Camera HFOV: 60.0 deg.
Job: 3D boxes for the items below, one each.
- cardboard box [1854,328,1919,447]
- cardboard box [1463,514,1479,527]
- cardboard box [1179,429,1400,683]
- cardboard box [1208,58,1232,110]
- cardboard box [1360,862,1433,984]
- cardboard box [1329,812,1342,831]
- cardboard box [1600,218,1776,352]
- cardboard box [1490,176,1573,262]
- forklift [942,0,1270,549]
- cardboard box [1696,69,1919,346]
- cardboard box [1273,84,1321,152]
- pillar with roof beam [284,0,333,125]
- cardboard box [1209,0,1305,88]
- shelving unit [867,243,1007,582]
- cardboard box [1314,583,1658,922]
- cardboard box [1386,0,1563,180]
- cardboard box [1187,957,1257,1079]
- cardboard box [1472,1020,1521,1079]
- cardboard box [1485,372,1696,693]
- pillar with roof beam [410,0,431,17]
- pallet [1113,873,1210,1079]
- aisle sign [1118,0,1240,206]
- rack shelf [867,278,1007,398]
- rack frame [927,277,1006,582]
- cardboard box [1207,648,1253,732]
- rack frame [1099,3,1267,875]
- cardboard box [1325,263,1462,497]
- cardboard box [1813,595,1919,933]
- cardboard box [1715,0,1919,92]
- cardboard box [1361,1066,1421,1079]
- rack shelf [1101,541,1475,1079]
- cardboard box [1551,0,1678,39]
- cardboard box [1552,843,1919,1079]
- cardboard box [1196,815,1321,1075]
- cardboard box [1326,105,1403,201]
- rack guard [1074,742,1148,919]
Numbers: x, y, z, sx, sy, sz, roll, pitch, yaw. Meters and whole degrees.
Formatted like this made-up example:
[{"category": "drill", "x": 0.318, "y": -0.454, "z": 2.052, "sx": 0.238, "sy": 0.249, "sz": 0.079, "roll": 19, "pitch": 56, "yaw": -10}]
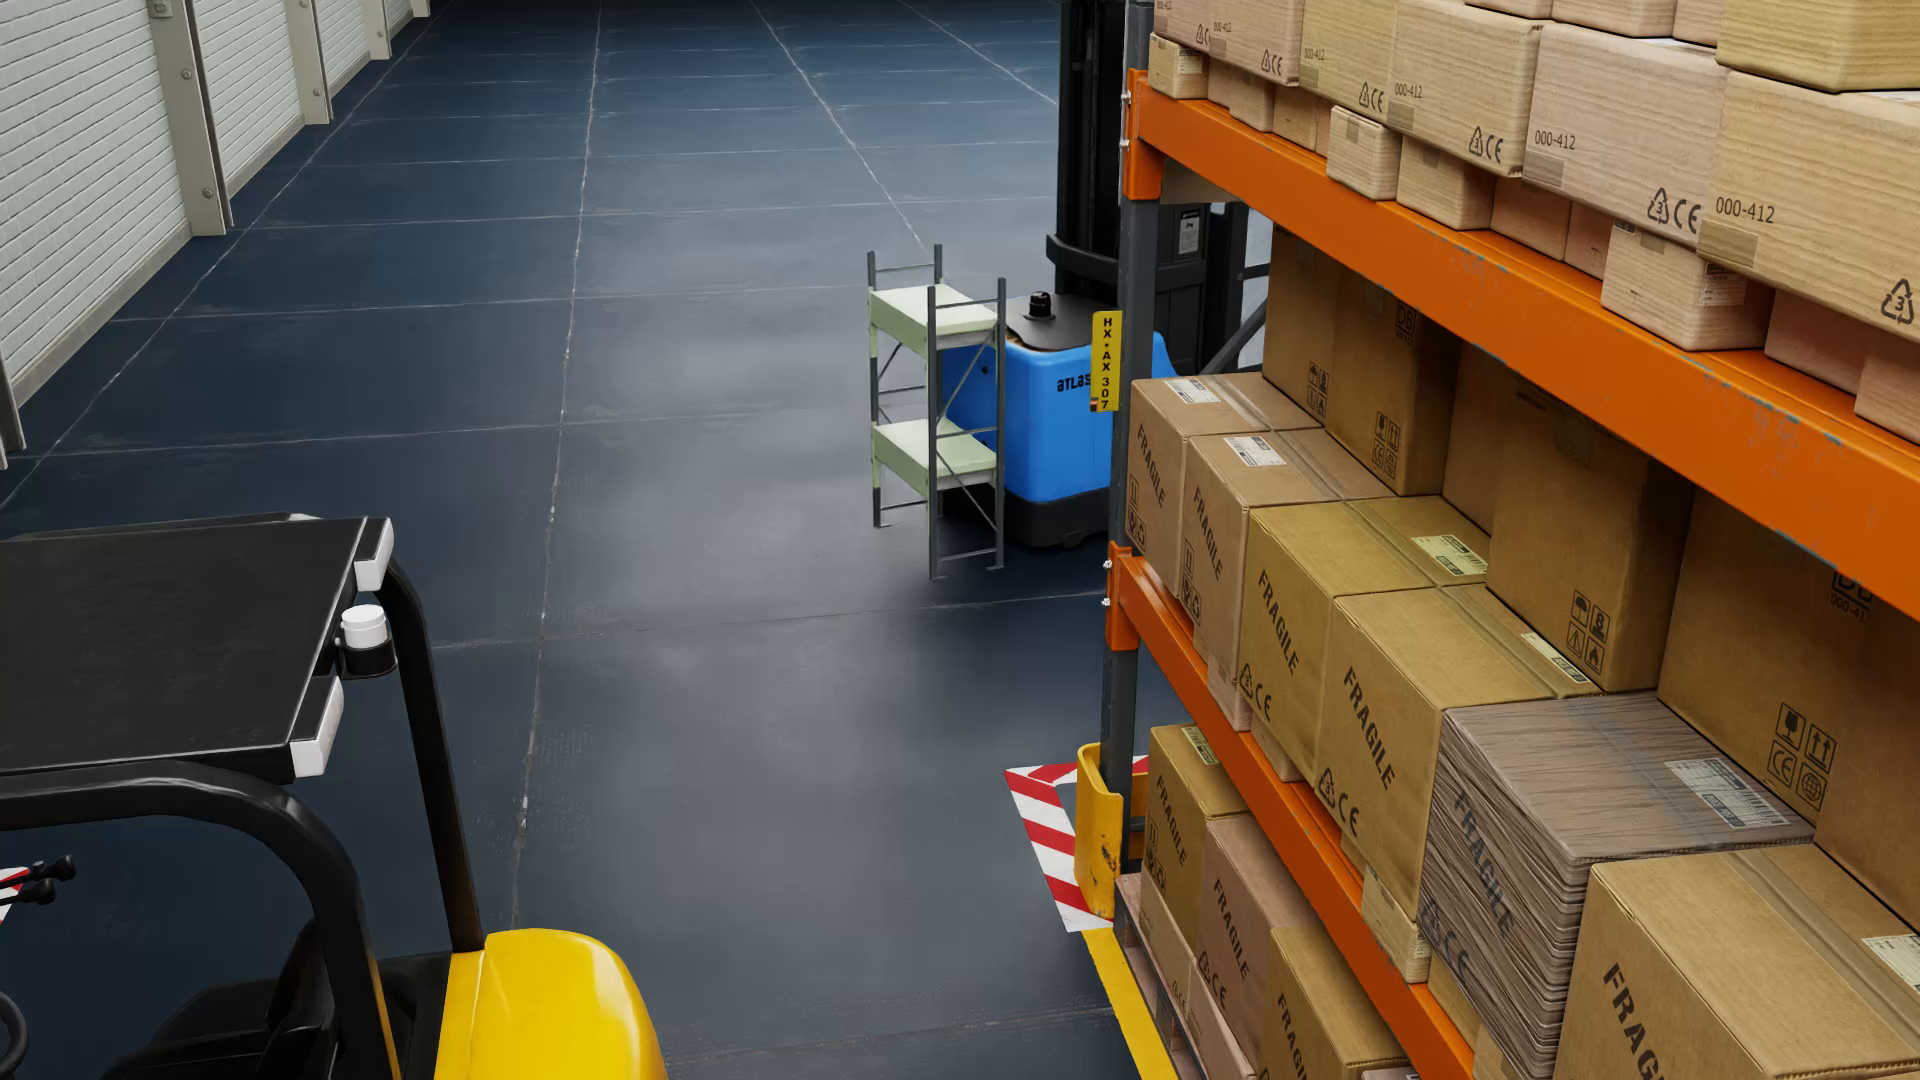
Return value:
[{"category": "cardboard box", "x": 1.342, "y": -0.192, "z": 2.009, "sx": 0.380, "sy": 0.149, "sz": 0.250, "roll": -4, "pitch": 24, "yaw": -9}, {"category": "cardboard box", "x": 1.540, "y": 0.205, "z": 4.035, "sx": 0.500, "sy": 0.500, "sz": 0.500, "roll": -4, "pitch": 24, "yaw": -10}, {"category": "cardboard box", "x": 0.906, "y": 0.028, "z": 4.441, "sx": 0.500, "sy": 0.500, "sz": 0.500, "roll": -4, "pitch": 24, "yaw": -8}, {"category": "cardboard box", "x": 0.871, "y": -1.208, "z": 4.335, "sx": 0.380, "sy": 0.149, "sz": 0.250, "roll": -5, "pitch": 24, "yaw": -11}, {"category": "cardboard box", "x": 1.080, "y": 0.784, "z": 3.521, "sx": 0.380, "sy": 0.149, "sz": 0.250, "roll": -4, "pitch": 24, "yaw": -9}, {"category": "cardboard box", "x": 1.072, "y": 0.575, "z": 4.000, "sx": 0.380, "sy": 0.149, "sz": 0.250, "roll": -3, "pitch": 24, "yaw": -8}, {"category": "cardboard box", "x": 1.197, "y": -0.393, "z": 2.469, "sx": 0.380, "sy": 0.149, "sz": 0.250, "roll": -4, "pitch": 24, "yaw": -8}, {"category": "cardboard box", "x": 1.181, "y": -0.603, "z": 2.948, "sx": 0.380, "sy": 0.149, "sz": 0.250, "roll": -5, "pitch": 24, "yaw": -10}, {"category": "forklift", "x": 1.334, "y": -1.742, "z": 9.076, "sx": 3.031, "sy": 2.935, "sz": 1.130, "roll": -15, "pitch": 28, "yaw": -31}, {"category": "cardboard box", "x": 1.291, "y": -0.421, "z": 2.034, "sx": 0.500, "sy": 0.250, "sz": 0.500, "roll": -5, "pitch": 24, "yaw": -11}, {"category": "cardboard box", "x": 0.956, "y": -1.006, "z": 3.872, "sx": 0.380, "sy": 0.149, "sz": 0.250, "roll": -4, "pitch": 24, "yaw": -10}, {"category": "pillar with roof beam", "x": -3.740, "y": -9.638, "z": 19.575, "sx": 9.100, "sy": 9.000, "sz": 0.400, "roll": -4, "pitch": 24, "yaw": -10}, {"category": "cardboard box", "x": 0.907, "y": -1.226, "z": 3.877, "sx": 0.500, "sy": 0.250, "sz": 0.500, "roll": -5, "pitch": 24, "yaw": -11}, {"category": "shelving unit", "x": -0.122, "y": -0.650, "z": 8.365, "sx": 0.431, "sy": 1.500, "sz": 0.755, "roll": -11, "pitch": 26, "yaw": -23}, {"category": "cardboard box", "x": 1.103, "y": 0.428, "z": 3.526, "sx": 0.500, "sy": 0.500, "sz": 0.500, "roll": -5, "pitch": 24, "yaw": -11}, {"category": "cardboard box", "x": 1.102, "y": -0.821, "z": 2.951, "sx": 0.500, "sy": 0.250, "sz": 0.500, "roll": -4, "pitch": 24, "yaw": -9}, {"category": "cardboard box", "x": 0.956, "y": 1.407, "z": 4.692, "sx": 0.500, "sy": 0.250, "sz": 0.500, "roll": -3, "pitch": 24, "yaw": -8}, {"category": "cardboard box", "x": 1.182, "y": 0.985, "z": 3.060, "sx": 0.380, "sy": 0.149, "sz": 0.250, "roll": -5, "pitch": 24, "yaw": -11}, {"category": "cardboard box", "x": 1.538, "y": -0.056, "z": 3.385, "sx": 0.700, "sy": 0.500, "sz": 0.500, "roll": -4, "pitch": 24, "yaw": -10}, {"category": "pillar with roof beam", "x": -5.959, "y": -14.358, "z": 30.383, "sx": 9.100, "sy": 9.000, "sz": 0.400, "roll": -4, "pitch": 24, "yaw": -10}, {"category": "pallet", "x": 1.122, "y": 1.430, "z": 5.212, "sx": 1.003, "sy": 0.211, "sz": 1.213, "roll": -4, "pitch": 24, "yaw": -10}, {"category": "aisle sign", "x": 0.676, "y": -1.393, "z": 4.943, "sx": 0.394, "sy": 0.787, "sz": 0.004, "roll": -4, "pitch": 24, "yaw": -10}, {"category": "rack shelf", "x": -0.122, "y": -1.008, "z": 8.209, "sx": 0.431, "sy": 0.370, "sz": 0.720, "roll": -11, "pitch": 26, "yaw": -23}, {"category": "rack frame", "x": 0.033, "y": -0.517, "z": 8.061, "sx": 0.400, "sy": 1.500, "sz": 0.023, "roll": -11, "pitch": 26, "yaw": -23}, {"category": "cardboard box", "x": 0.883, "y": 0.376, "z": 4.455, "sx": 0.380, "sy": 0.149, "sz": 0.250, "roll": -4, "pitch": 24, "yaw": -9}, {"category": "rack frame", "x": 0.992, "y": -0.200, "z": 5.460, "sx": 1.000, "sy": 3.000, "sz": 0.127, "roll": -4, "pitch": 24, "yaw": -10}, {"category": "cardboard box", "x": 1.387, "y": -0.456, "z": 4.300, "sx": 0.700, "sy": 0.500, "sz": 0.500, "roll": -4, "pitch": 24, "yaw": -9}, {"category": "cardboard box", "x": 1.790, "y": 0.341, "z": 2.475, "sx": 0.700, "sy": 0.500, "sz": 0.500, "roll": -4, "pitch": 24, "yaw": -9}, {"category": "cardboard box", "x": 1.198, "y": -0.658, "z": 2.078, "sx": 0.380, "sy": 0.149, "sz": 0.250, "roll": -4, "pitch": 24, "yaw": -8}, {"category": "cardboard box", "x": 1.167, "y": 1.484, "z": 3.578, "sx": 0.500, "sy": 0.500, "sz": 0.500, "roll": -3, "pitch": 24, "yaw": -7}, {"category": "rack shelf", "x": 1.362, "y": 0.916, "z": 3.803, "sx": 1.077, "sy": 0.370, "sz": 4.000, "roll": -4, "pitch": 24, "yaw": -10}, {"category": "cardboard box", "x": 1.152, "y": -0.865, "z": 2.553, "sx": 0.380, "sy": 0.149, "sz": 0.250, "roll": -4, "pitch": 24, "yaw": -9}, {"category": "cardboard box", "x": 1.303, "y": 0.833, "z": 2.598, "sx": 0.500, "sy": 0.500, "sz": 0.500, "roll": -4, "pitch": 24, "yaw": -8}, {"category": "cardboard box", "x": 0.975, "y": 1.076, "z": 4.511, "sx": 0.500, "sy": 0.500, "sz": 0.500, "roll": -5, "pitch": 24, "yaw": -12}, {"category": "cardboard box", "x": 0.977, "y": -0.797, "z": 3.393, "sx": 0.380, "sy": 0.149, "sz": 0.250, "roll": -4, "pitch": 24, "yaw": -9}, {"category": "rack guard", "x": 1.006, "y": 0.976, "z": 5.892, "sx": 1.175, "sy": 0.500, "sz": 0.348, "roll": -4, "pitch": 24, "yaw": -10}]
